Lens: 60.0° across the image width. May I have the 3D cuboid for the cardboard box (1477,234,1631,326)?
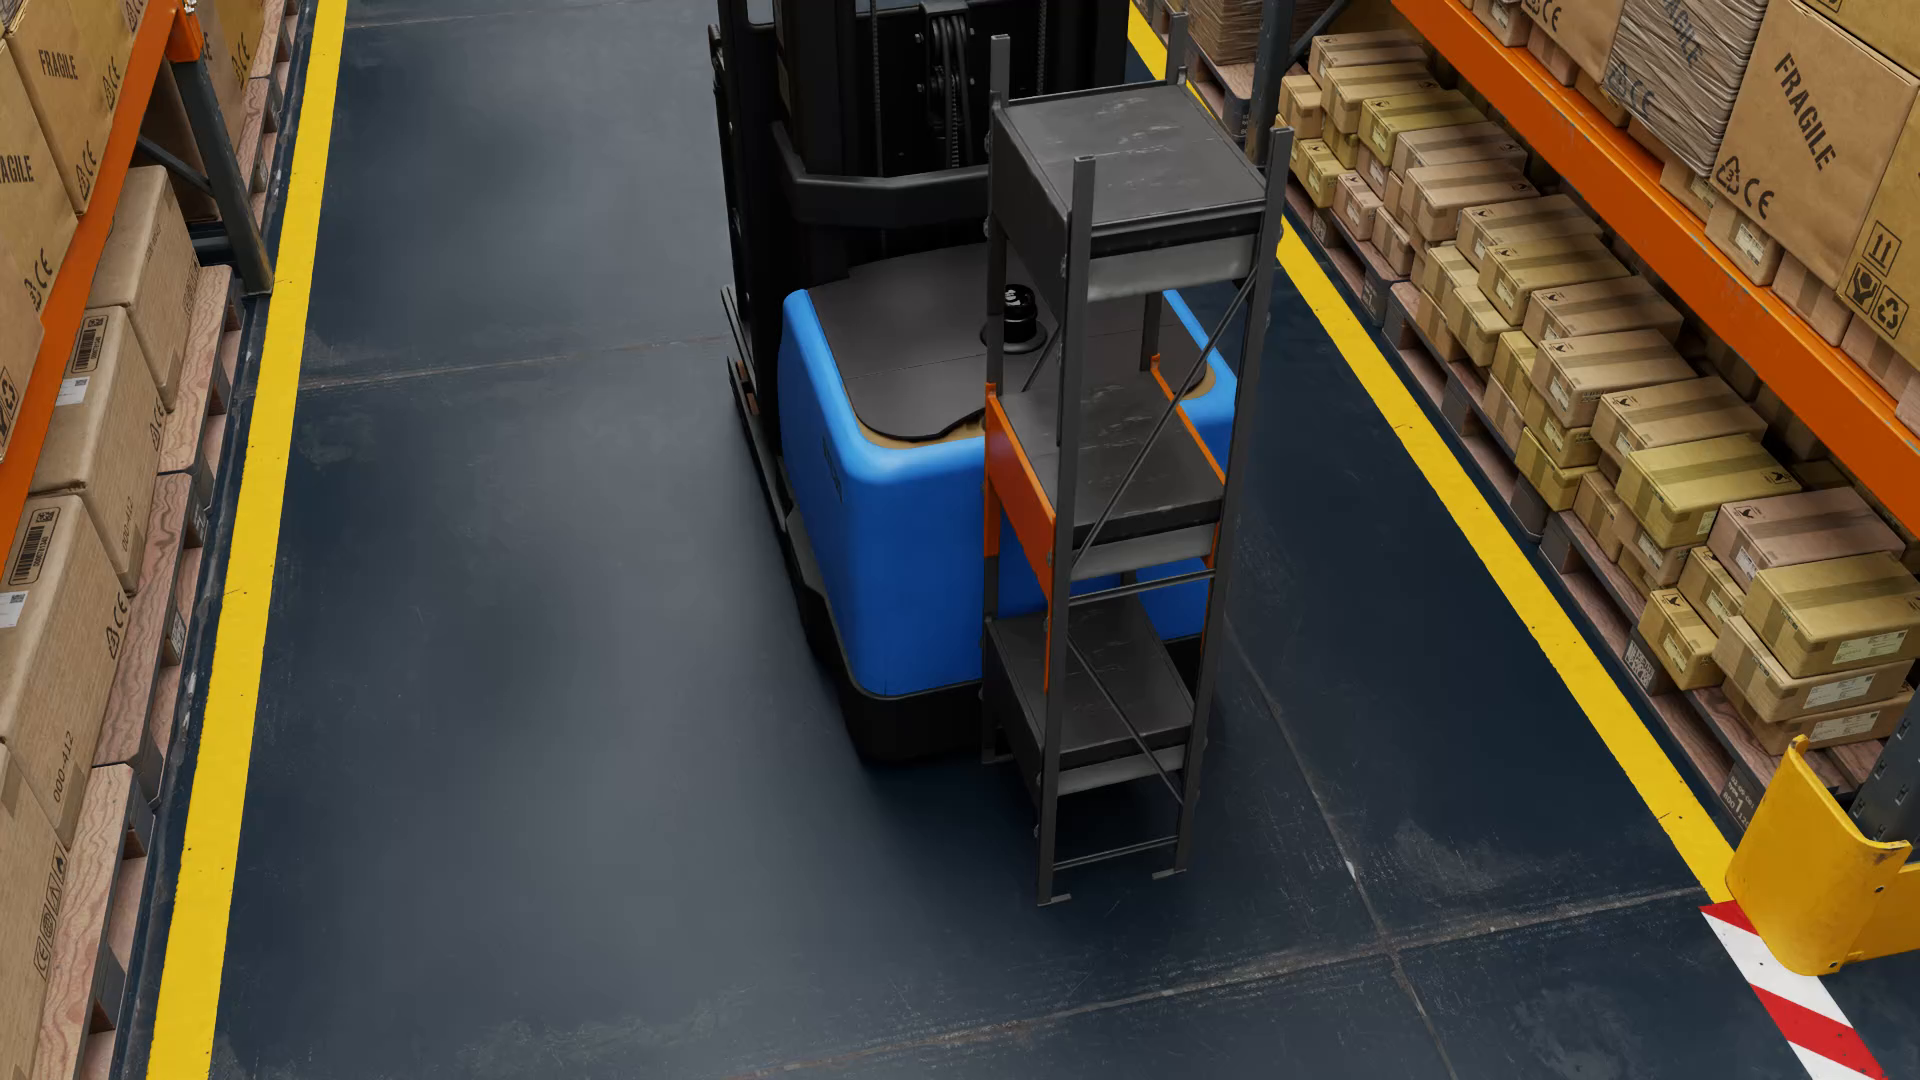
[{"bbox_3d":[1.893,-0.832,5.311,0.380,0.149,0.250,-8,42,-9],"label":"cardboard box"}]

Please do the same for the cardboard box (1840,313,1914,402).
[{"bbox_3d":[2.208,-0.439,3.674,0.380,0.149,0.250,-8,42,-9],"label":"cardboard box"}]

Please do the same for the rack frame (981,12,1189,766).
[{"bbox_3d":[0.253,-0.207,3.901,0.400,2.100,0.015,-11,43,-12],"label":"rack frame"}]

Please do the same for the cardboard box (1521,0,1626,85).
[{"bbox_3d":[1.901,-1.585,4.477,0.500,0.500,0.500,-6,42,-7],"label":"cardboard box"}]

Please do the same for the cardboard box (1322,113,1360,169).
[{"bbox_3d":[1.617,-1.559,6.353,0.380,0.149,0.250,-8,42,-9],"label":"cardboard box"}]

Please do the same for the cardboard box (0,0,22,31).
[{"bbox_3d":[-2.511,-1.500,3.852,0.500,0.500,0.500,-8,42,-9],"label":"cardboard box"}]

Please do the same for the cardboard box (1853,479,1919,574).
[{"bbox_3d":[2.614,-0.059,4.440,0.380,0.149,0.250,-8,42,-9],"label":"cardboard box"}]

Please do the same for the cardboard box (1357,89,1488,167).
[{"bbox_3d":[1.685,-1.505,6.069,0.380,0.149,0.250,-9,42,-10],"label":"cardboard box"}]

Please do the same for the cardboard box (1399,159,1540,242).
[{"bbox_3d":[1.739,-1.163,5.683,0.380,0.149,0.250,-7,42,-8],"label":"cardboard box"}]

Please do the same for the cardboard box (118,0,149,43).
[{"bbox_3d":[-2.753,-1.787,4.928,0.500,0.500,0.500,-8,42,-9],"label":"cardboard box"}]

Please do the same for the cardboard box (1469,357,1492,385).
[{"bbox_3d":[1.924,-0.603,5.501,0.380,0.149,0.250,-7,42,-8],"label":"cardboard box"}]

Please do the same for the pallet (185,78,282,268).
[{"bbox_3d":[-3.343,-1.460,6.736,1.003,0.211,1.213,-8,42,-9],"label":"pallet"}]

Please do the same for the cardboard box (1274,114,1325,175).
[{"bbox_3d":[1.473,-1.597,6.621,0.380,0.149,0.250,-10,43,-11],"label":"cardboard box"}]

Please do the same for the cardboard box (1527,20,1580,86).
[{"bbox_3d":[1.885,-1.450,4.814,0.380,0.149,0.250,-7,42,-8],"label":"cardboard box"}]

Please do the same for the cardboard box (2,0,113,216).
[{"bbox_3d":[-2.514,-1.131,4.189,0.500,0.500,0.500,-9,42,-10],"label":"cardboard box"}]

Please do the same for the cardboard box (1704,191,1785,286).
[{"bbox_3d":[2.062,-0.762,4.038,0.380,0.149,0.250,-7,42,-8],"label":"cardboard box"}]

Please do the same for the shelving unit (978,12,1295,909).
[{"bbox_3d":[0.320,-0.051,3.726,0.431,2.100,0.503,-11,43,-12],"label":"shelving unit"}]

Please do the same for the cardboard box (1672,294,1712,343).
[{"bbox_3d":[2.487,-0.748,5.216,0.380,0.149,0.250,-8,42,-9],"label":"cardboard box"}]

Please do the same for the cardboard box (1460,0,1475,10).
[{"bbox_3d":[1.731,-1.792,5.199,0.380,0.149,0.250,-8,42,-8],"label":"cardboard box"}]

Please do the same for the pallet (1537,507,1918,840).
[{"bbox_3d":[2.415,0.266,4.791,1.003,0.211,1.213,-8,42,-9],"label":"pallet"}]

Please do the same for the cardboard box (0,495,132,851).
[{"bbox_3d":[-2.686,0.375,4.182,0.875,0.438,0.875,-7,42,-8],"label":"cardboard box"}]

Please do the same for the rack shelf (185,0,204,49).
[{"bbox_3d":[-3.535,-3.041,6.958,1.077,0.370,4.000,-8,42,-9],"label":"rack shelf"}]

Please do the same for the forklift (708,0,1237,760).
[{"bbox_3d":[-0.170,-1.494,4.725,1.130,2.935,3.031,-11,43,-12],"label":"forklift"}]

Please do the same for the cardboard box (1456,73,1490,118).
[{"bbox_3d":[2.133,-1.749,6.343,0.380,0.149,0.250,-8,42,-9],"label":"cardboard box"}]

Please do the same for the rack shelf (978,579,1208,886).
[{"bbox_3d":[0.320,0.483,4.199,0.431,0.518,0.480,-11,43,-12],"label":"rack shelf"}]

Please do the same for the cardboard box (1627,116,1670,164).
[{"bbox_3d":[2.033,-1.120,4.442,0.380,0.149,0.250,-10,43,-11],"label":"cardboard box"}]

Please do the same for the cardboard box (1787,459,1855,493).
[{"bbox_3d":[2.566,-0.106,4.717,0.380,0.149,0.250,-8,42,-9],"label":"cardboard box"}]

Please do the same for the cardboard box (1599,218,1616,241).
[{"bbox_3d":[2.393,-1.074,5.583,0.380,0.149,0.250,-10,43,-11],"label":"cardboard box"}]

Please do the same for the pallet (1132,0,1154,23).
[{"bbox_3d":[1.272,-3.043,8.519,1.003,0.211,1.213,-8,42,-9],"label":"pallet"}]

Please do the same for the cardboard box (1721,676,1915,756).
[{"bbox_3d":[2.255,0.402,4.369,0.380,0.149,0.250,-8,42,-9],"label":"cardboard box"}]

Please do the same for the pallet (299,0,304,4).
[{"bbox_3d":[-3.870,-3.042,8.518,1.003,0.211,1.213,-8,42,-9],"label":"pallet"}]

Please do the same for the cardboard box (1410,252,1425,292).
[{"bbox_3d":[1.831,-0.944,5.886,0.380,0.149,0.250,-10,43,-11],"label":"cardboard box"}]

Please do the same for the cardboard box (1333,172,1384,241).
[{"bbox_3d":[1.635,-1.271,6.254,0.380,0.149,0.250,-9,42,-9],"label":"cardboard box"}]

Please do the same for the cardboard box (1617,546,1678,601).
[{"bbox_3d":[2.127,0.066,4.747,0.380,0.149,0.250,-9,42,-9],"label":"cardboard box"}]

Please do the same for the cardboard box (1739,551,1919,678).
[{"bbox_3d":[2.210,0.184,4.166,0.380,0.149,0.250,-8,42,-9],"label":"cardboard box"}]

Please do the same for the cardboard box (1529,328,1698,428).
[{"bbox_3d":[1.926,-0.480,4.914,0.380,0.149,0.250,-7,42,-8],"label":"cardboard box"}]

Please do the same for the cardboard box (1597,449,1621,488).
[{"bbox_3d":[2.108,-0.225,4.851,0.380,0.149,0.250,-9,42,-10],"label":"cardboard box"}]

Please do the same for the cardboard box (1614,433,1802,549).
[{"bbox_3d":[2.032,-0.137,4.528,0.380,0.149,0.250,-9,42,-10],"label":"cardboard box"}]

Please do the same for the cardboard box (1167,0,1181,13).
[{"bbox_3d":[1.192,-2.787,7.697,0.500,0.500,0.500,-9,42,-10],"label":"cardboard box"}]

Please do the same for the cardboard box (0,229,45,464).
[{"bbox_3d":[-2.292,-0.467,3.441,0.500,0.500,0.500,-9,42,-10],"label":"cardboard box"}]

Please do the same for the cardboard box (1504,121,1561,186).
[{"bbox_3d":[2.174,-1.409,5.961,0.380,0.149,0.250,-7,42,-8],"label":"cardboard box"}]

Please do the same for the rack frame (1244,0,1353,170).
[{"bbox_3d":[1.708,-2.789,6.132,1.000,3.000,0.127,-8,42,-9],"label":"rack frame"}]

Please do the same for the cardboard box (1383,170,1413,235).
[{"bbox_3d":[1.760,-1.230,5.984,0.380,0.149,0.250,-10,43,-11],"label":"cardboard box"}]

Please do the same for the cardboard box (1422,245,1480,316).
[{"bbox_3d":[1.789,-0.876,5.585,0.380,0.149,0.250,-9,42,-10],"label":"cardboard box"}]

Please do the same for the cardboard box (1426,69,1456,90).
[{"bbox_3d":[2.087,-1.832,6.661,0.380,0.149,0.250,-8,42,-8],"label":"cardboard box"}]

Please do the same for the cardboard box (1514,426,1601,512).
[{"bbox_3d":[1.945,-0.248,5.101,0.380,0.149,0.250,-10,43,-11],"label":"cardboard box"}]

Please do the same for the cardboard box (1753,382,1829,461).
[{"bbox_3d":[2.550,-0.389,4.812,0.380,0.149,0.250,-10,43,-11],"label":"cardboard box"}]

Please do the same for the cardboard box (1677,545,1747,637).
[{"bbox_3d":[2.175,0.124,4.458,0.380,0.149,0.250,-9,42,-10],"label":"cardboard box"}]

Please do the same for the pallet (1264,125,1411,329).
[{"bbox_3d":[1.888,-1.315,6.573,1.003,0.211,1.213,-8,42,-9],"label":"pallet"}]

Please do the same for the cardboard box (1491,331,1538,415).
[{"bbox_3d":[1.904,-0.538,5.204,0.380,0.149,0.250,-6,42,-7],"label":"cardboard box"}]

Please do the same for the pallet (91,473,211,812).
[{"bbox_3d":[-2.749,0.326,4.724,1.003,0.211,1.213,-8,42,-9],"label":"pallet"}]

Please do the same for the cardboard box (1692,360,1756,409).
[{"bbox_3d":[2.467,-0.446,5.100,0.380,0.149,0.250,-10,43,-11],"label":"cardboard box"}]

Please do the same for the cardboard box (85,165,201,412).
[{"bbox_3d":[-3.072,-0.790,5.494,0.875,0.438,0.875,-9,42,-10],"label":"cardboard box"}]

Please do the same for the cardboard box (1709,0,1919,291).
[{"bbox_3d":[2.117,-0.933,3.743,0.500,0.500,0.500,-9,42,-10],"label":"cardboard box"}]

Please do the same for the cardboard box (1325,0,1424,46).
[{"bbox_3d":[1.808,-2.528,7.405,0.500,0.500,0.500,-7,42,-8],"label":"cardboard box"}]

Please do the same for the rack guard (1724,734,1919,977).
[{"bbox_3d":[2.555,0.690,4.096,1.175,0.500,0.348,-8,42,-9],"label":"rack guard"}]

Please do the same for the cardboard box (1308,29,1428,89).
[{"bbox_3d":[1.581,-1.849,6.456,0.380,0.149,0.250,-7,42,-8],"label":"cardboard box"}]

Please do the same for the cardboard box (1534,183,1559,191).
[{"bbox_3d":[2.191,-1.311,6.074,0.380,0.149,0.250,-8,42,-9],"label":"cardboard box"}]

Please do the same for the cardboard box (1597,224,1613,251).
[{"bbox_3d":[2.303,-0.972,5.692,0.380,0.149,0.250,-10,43,-11],"label":"cardboard box"}]

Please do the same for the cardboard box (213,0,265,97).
[{"bbox_3d":[-3.518,-2.351,6.923,0.875,0.875,0.875,-7,42,-8],"label":"cardboard box"}]
